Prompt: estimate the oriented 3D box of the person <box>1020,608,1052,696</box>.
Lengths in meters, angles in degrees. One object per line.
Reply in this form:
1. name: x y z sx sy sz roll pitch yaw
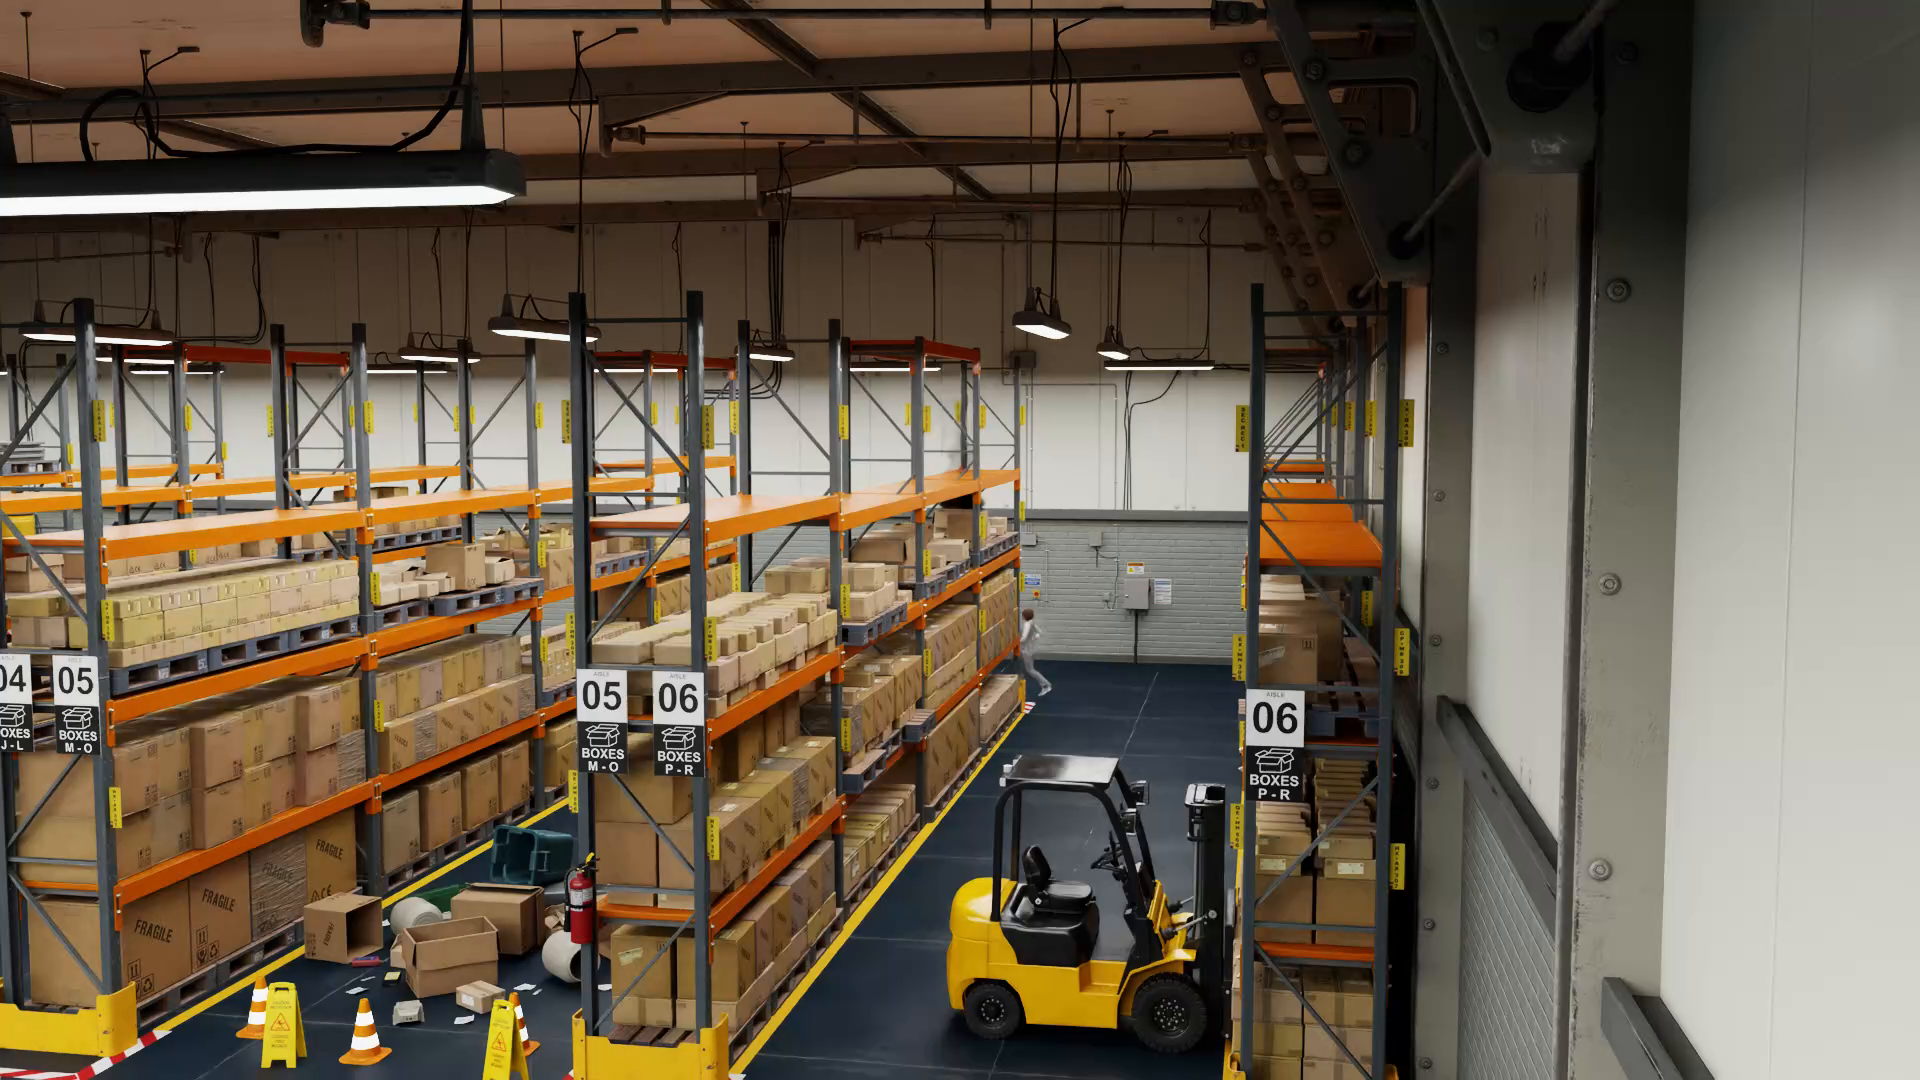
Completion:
1. person: 1.194 1.991 29.264 0.873 1.599 0.530 1 5 9
